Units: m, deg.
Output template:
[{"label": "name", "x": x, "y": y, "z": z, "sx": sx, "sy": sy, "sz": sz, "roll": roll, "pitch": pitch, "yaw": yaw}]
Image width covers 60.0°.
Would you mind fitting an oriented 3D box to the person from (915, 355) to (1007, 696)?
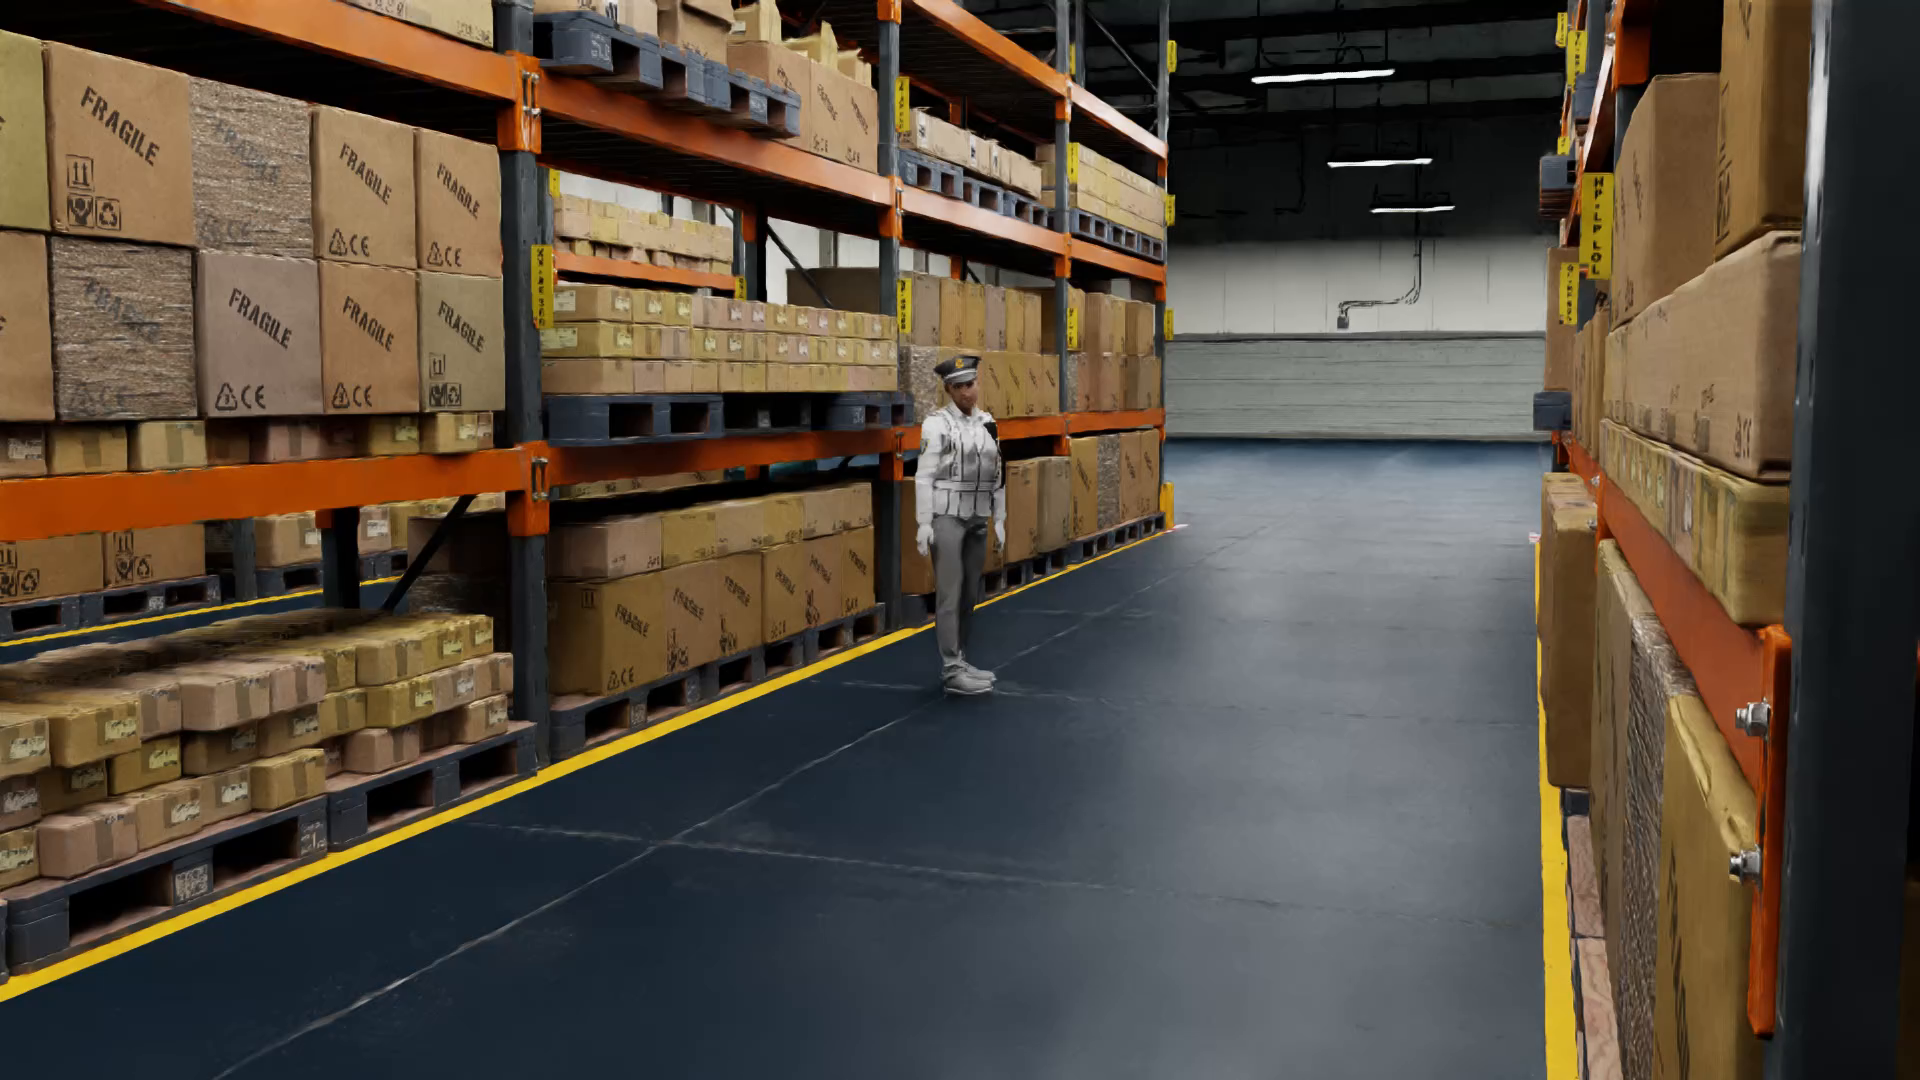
[{"label": "person", "x": 0.024, "y": -0.078, "z": 8.268, "sx": 0.569, "sy": 1.673, "sz": 0.534, "roll": -5, "pitch": 7, "yaw": -43}]
